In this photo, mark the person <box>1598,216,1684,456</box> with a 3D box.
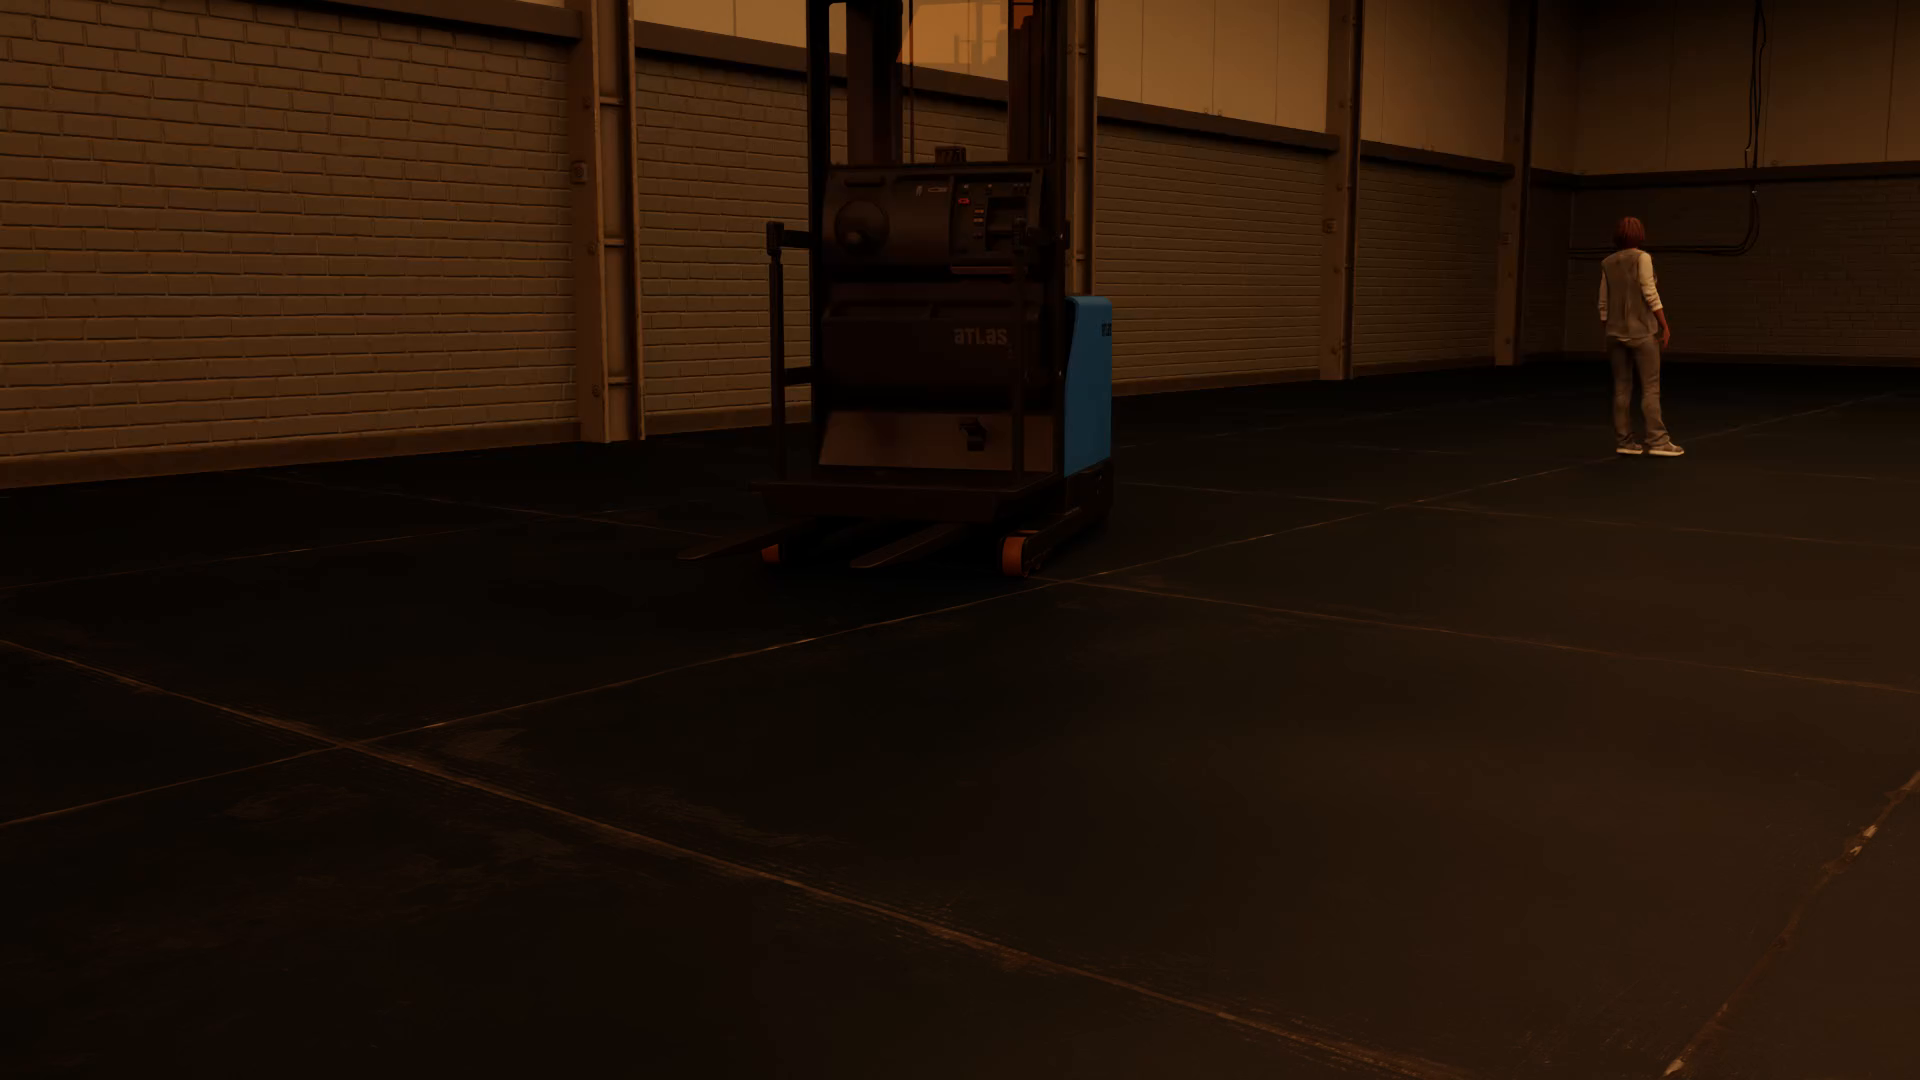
[{"bbox_3d":[4.597,-1.374,11.247,0.466,1.601,0.513,-5,9,-29],"label":"person"}]

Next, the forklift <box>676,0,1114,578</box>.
[{"bbox_3d":[-0.176,-1.366,6.616,1.130,2.935,3.031,3,9,17],"label":"forklift"}]
